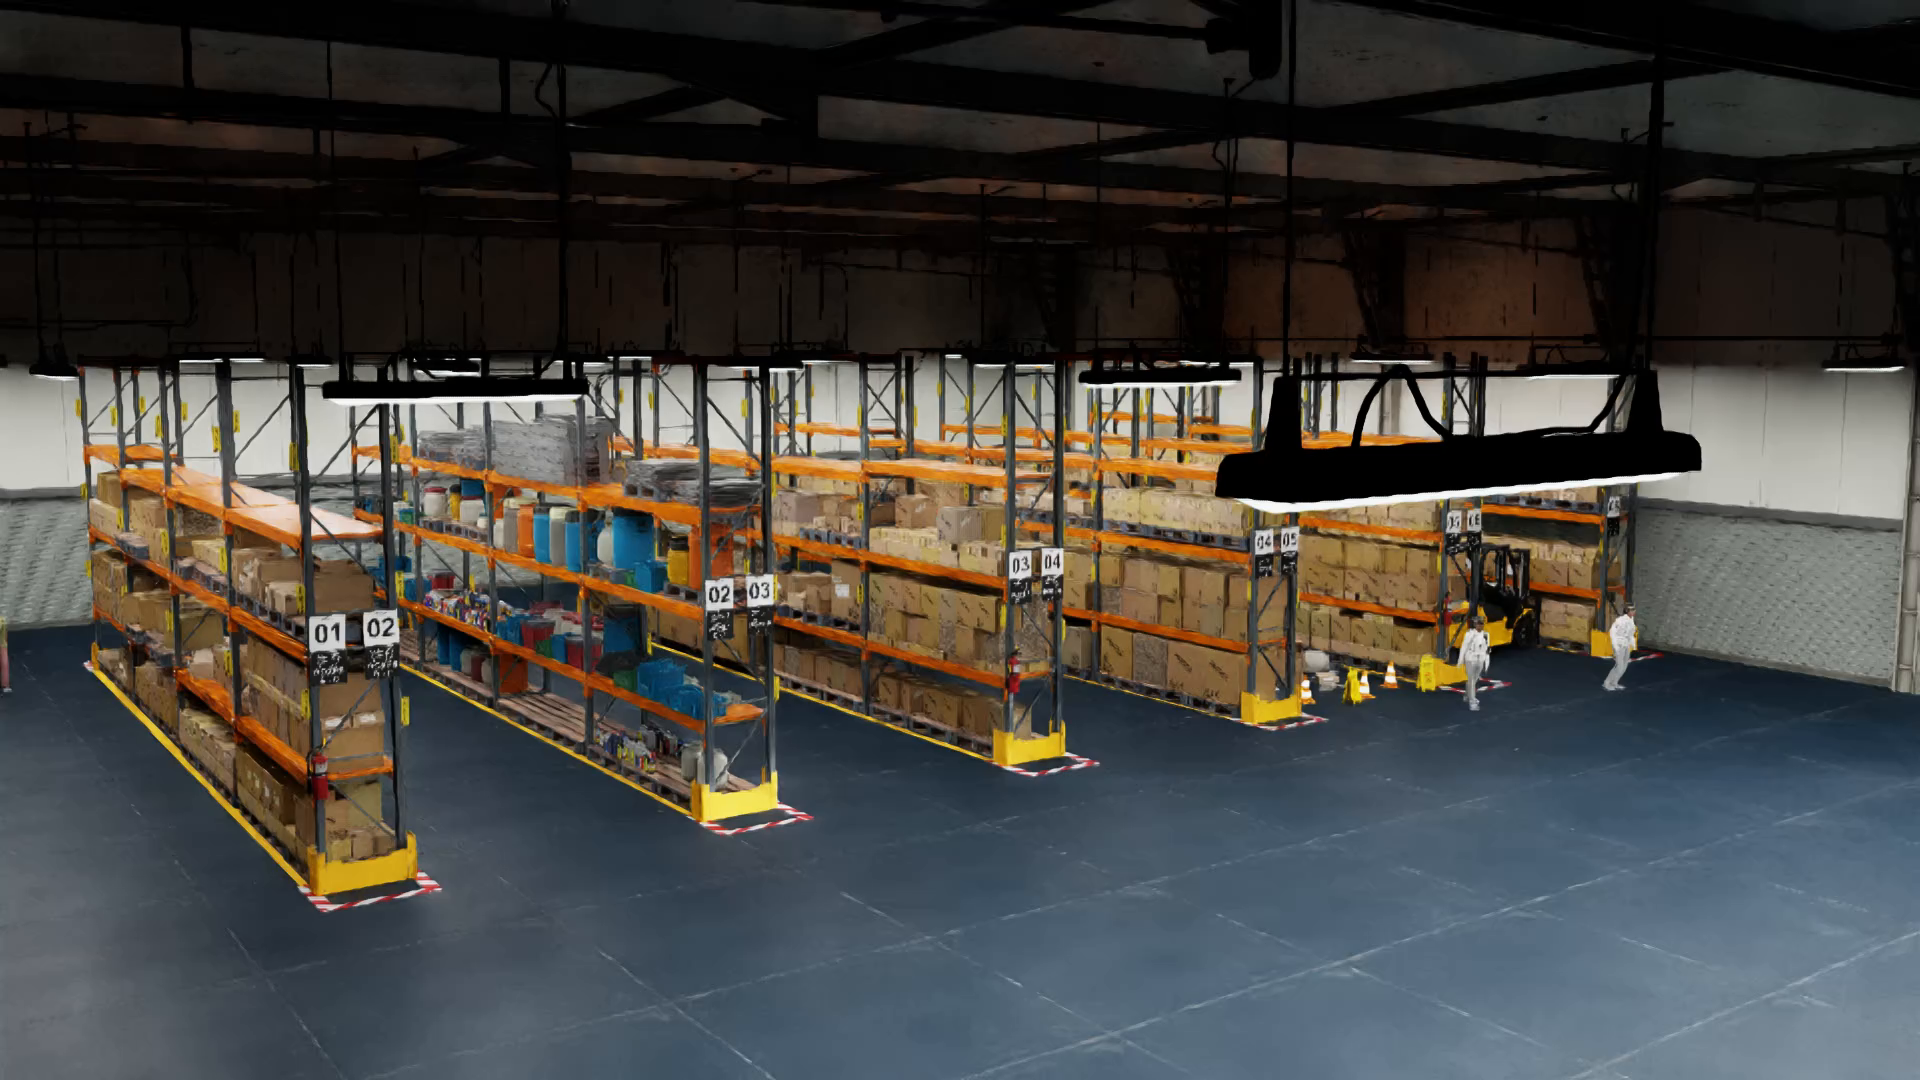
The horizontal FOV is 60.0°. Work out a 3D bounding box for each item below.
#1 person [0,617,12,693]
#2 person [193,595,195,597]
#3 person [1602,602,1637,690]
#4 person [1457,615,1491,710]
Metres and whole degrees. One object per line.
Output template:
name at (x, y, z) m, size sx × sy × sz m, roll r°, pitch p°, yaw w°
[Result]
person at (-17.291, 1.923, 29.777) m, size 0.448 × 1.586 × 1.099 m, roll -5°, pitch 8°, yaw -33°
person at (-16.608, 1.257, 35.434) m, size 0.625 × 1.596 × 0.517 m, roll -5°, pitch 9°, yaw -37°
person at (11.923, 1.900, 29.979) m, size 0.639 × 1.632 × 0.512 m, roll -5°, pitch 9°, yaw -37°
person at (8.850, 2.076, 28.520) m, size 0.524 × 1.611 × 0.919 m, roll -1°, pitch 7°, yaw -12°
